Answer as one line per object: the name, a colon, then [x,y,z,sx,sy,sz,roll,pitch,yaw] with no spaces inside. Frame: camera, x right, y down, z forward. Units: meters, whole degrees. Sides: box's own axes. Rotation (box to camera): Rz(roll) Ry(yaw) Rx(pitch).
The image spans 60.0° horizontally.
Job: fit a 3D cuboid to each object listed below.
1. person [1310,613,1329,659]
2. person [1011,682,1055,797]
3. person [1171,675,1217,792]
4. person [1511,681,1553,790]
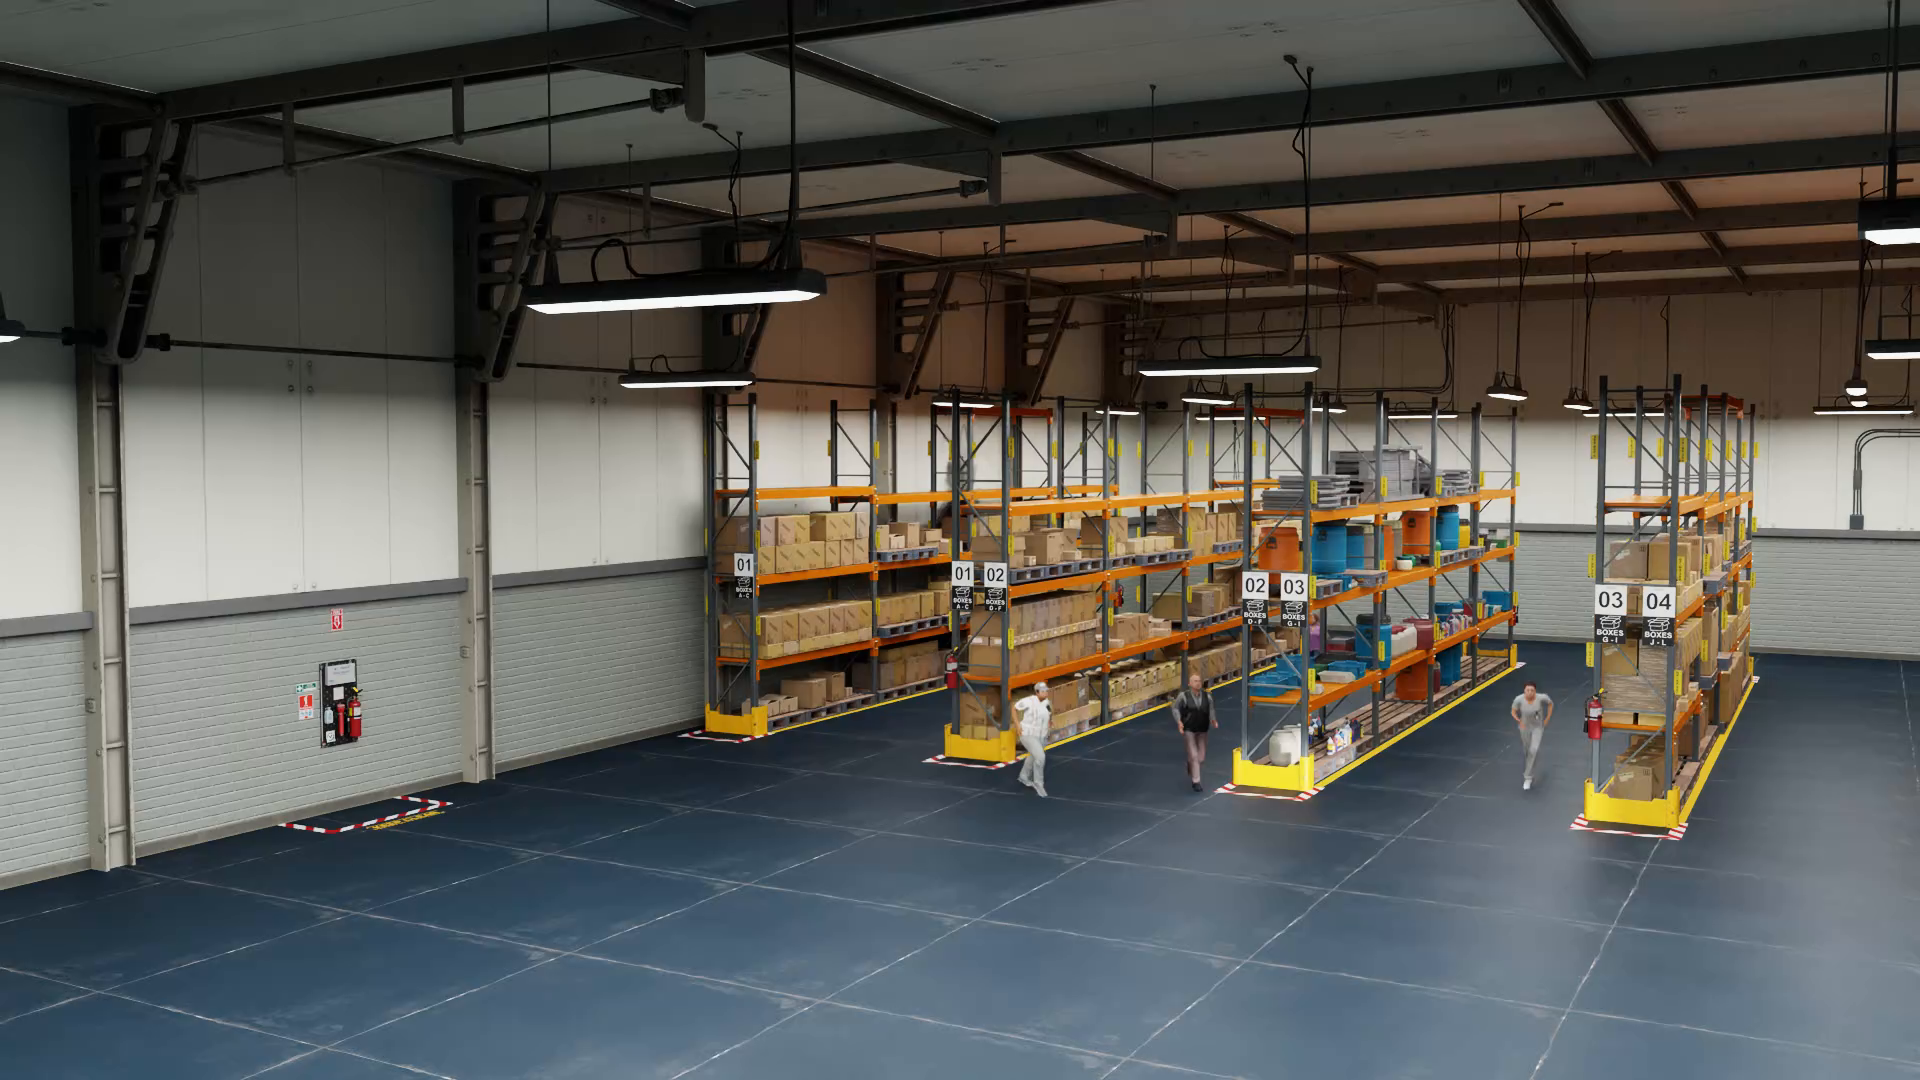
person: [7.401,2.319,34.787,0.512,1.570,0.630,2,4,30]
person: [1.051,2.882,24.312,0.642,1.669,0.802,-3,4,-40]
person: [3.459,2.831,24.695,0.647,1.696,0.830,-1,3,-11]
person: [8.576,2.874,24.951,0.601,1.624,1.004,1,3,19]
